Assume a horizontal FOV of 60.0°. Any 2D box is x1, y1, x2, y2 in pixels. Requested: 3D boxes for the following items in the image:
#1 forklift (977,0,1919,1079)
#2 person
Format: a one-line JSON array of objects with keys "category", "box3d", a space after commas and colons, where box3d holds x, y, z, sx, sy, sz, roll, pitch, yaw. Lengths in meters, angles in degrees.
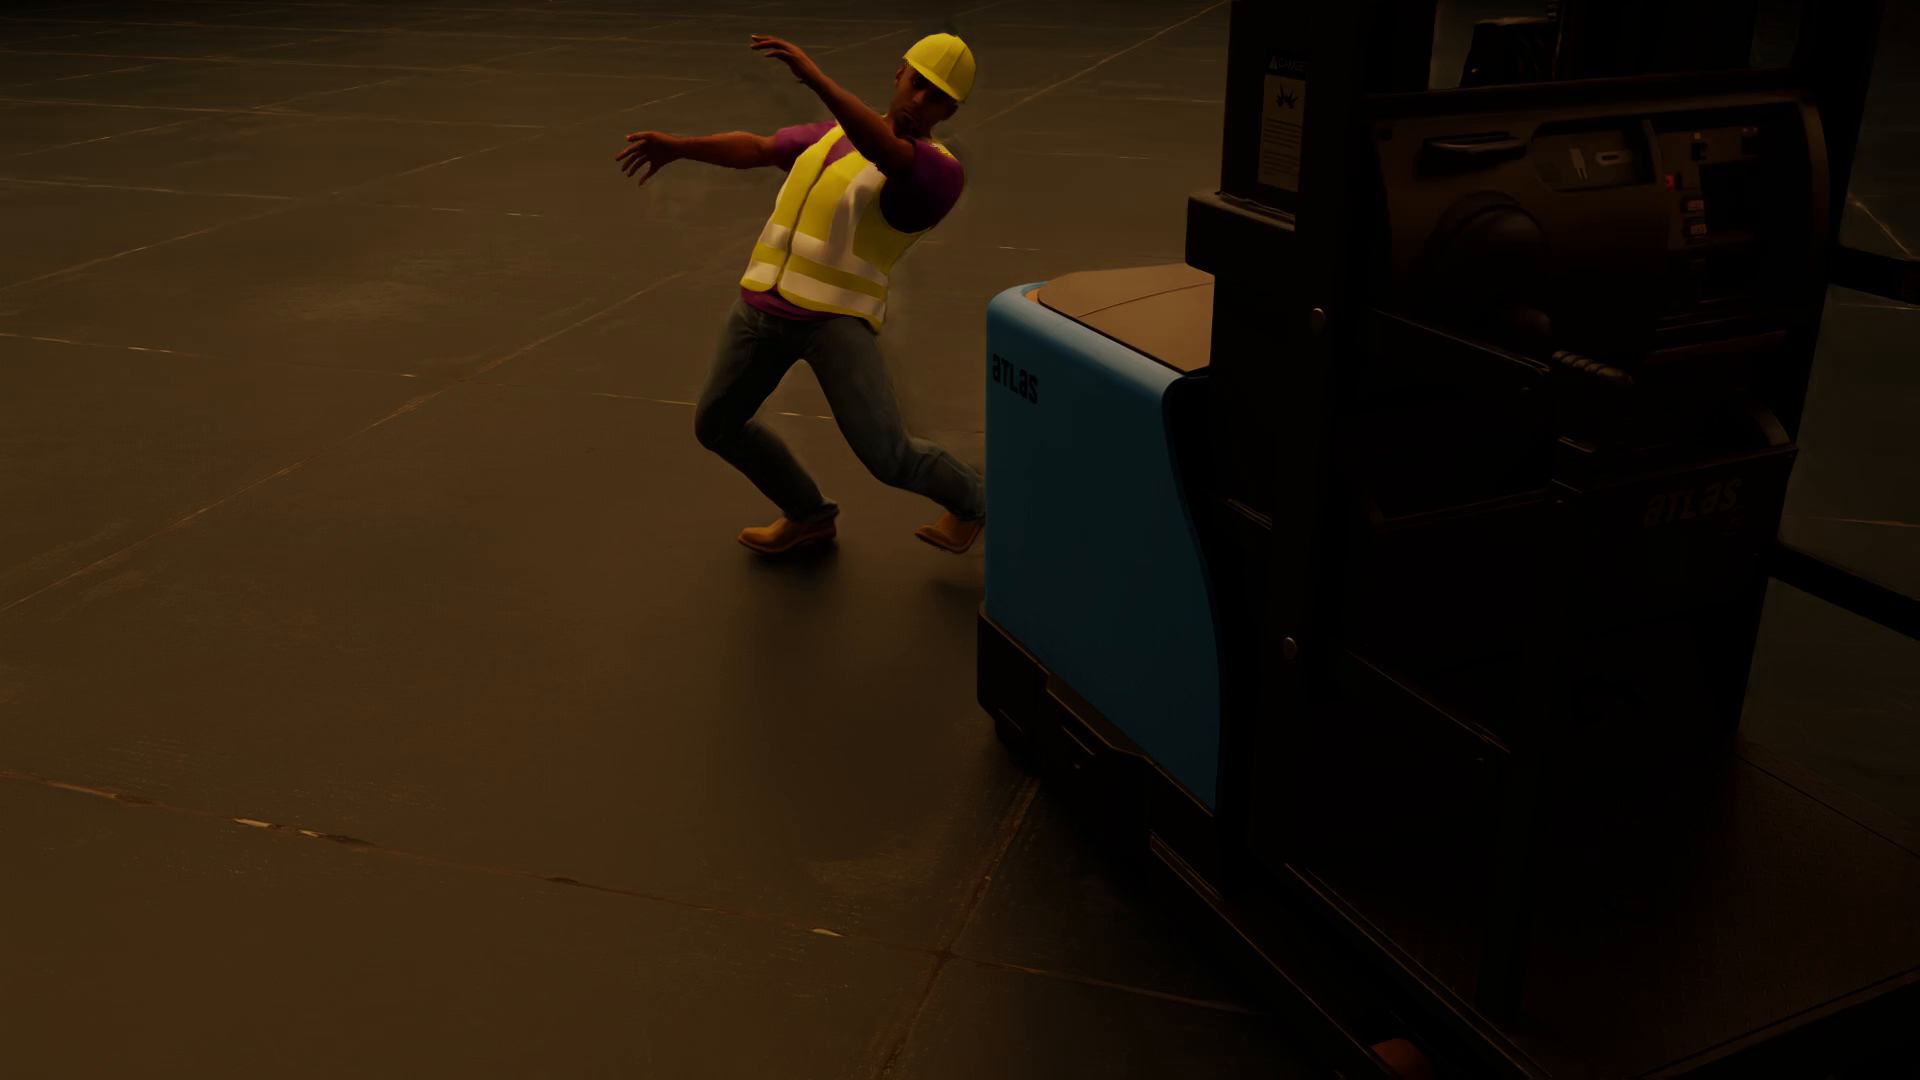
[{"category": "forklift", "box3d": [1.128, -0.490, 2.467, 1.130, 2.935, 3.031, -10, 25, -23]}, {"category": "person", "box3d": [-0.488, -0.688, 4.743, 1.116, 1.525, 0.752, 15, 27, 33]}]
